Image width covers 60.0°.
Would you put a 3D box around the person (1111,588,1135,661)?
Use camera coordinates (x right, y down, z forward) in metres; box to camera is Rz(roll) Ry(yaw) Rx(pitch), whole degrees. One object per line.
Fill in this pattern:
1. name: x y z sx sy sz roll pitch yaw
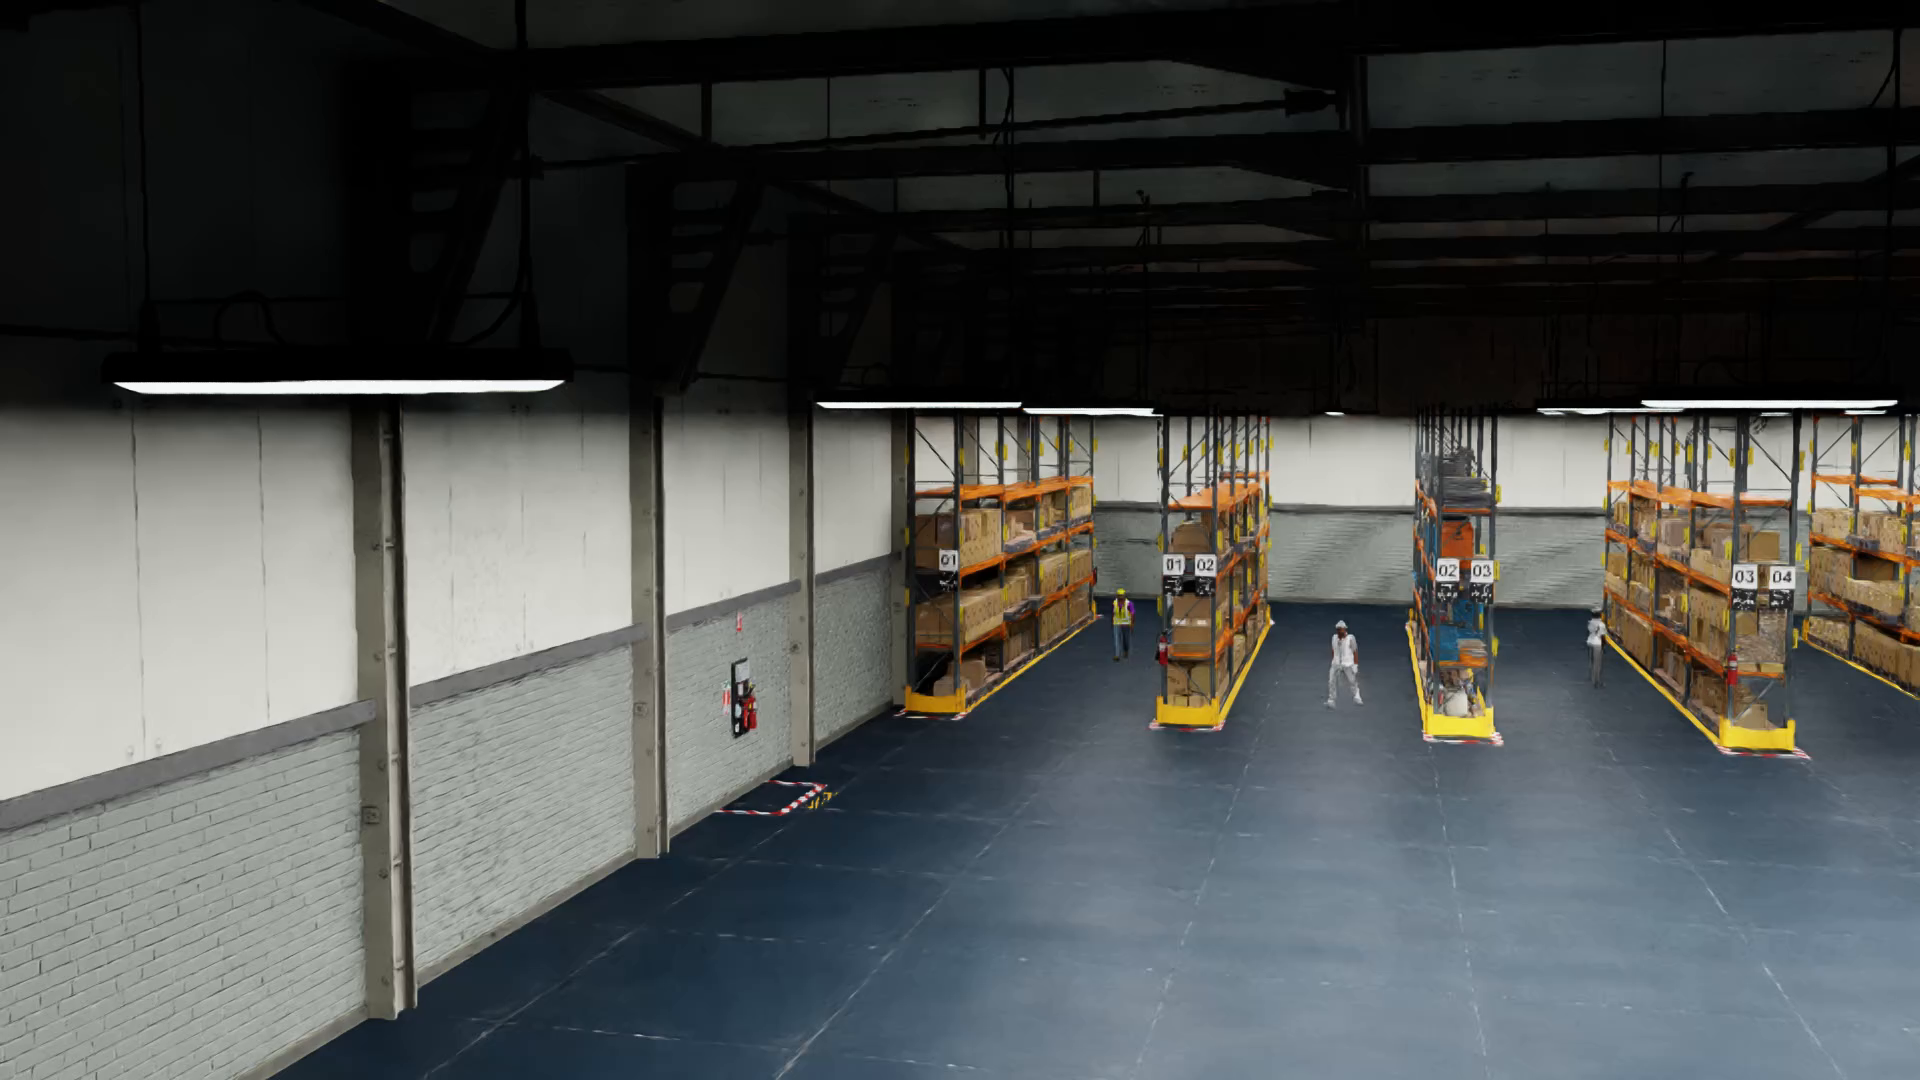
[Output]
1. person: 3.864 1.992 39.514 0.591 1.716 1.042 1 4 13

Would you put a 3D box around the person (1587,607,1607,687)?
1. person: 13.675 2.277 35.666 0.415 1.676 0.499 -1 4 -17

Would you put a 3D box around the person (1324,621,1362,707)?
1. person: 7.650 2.454 33.126 0.607 1.730 0.984 3 5 34

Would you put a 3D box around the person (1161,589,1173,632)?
1. person: 5.674 1.688 44.495 0.625 1.611 0.582 1 4 12
